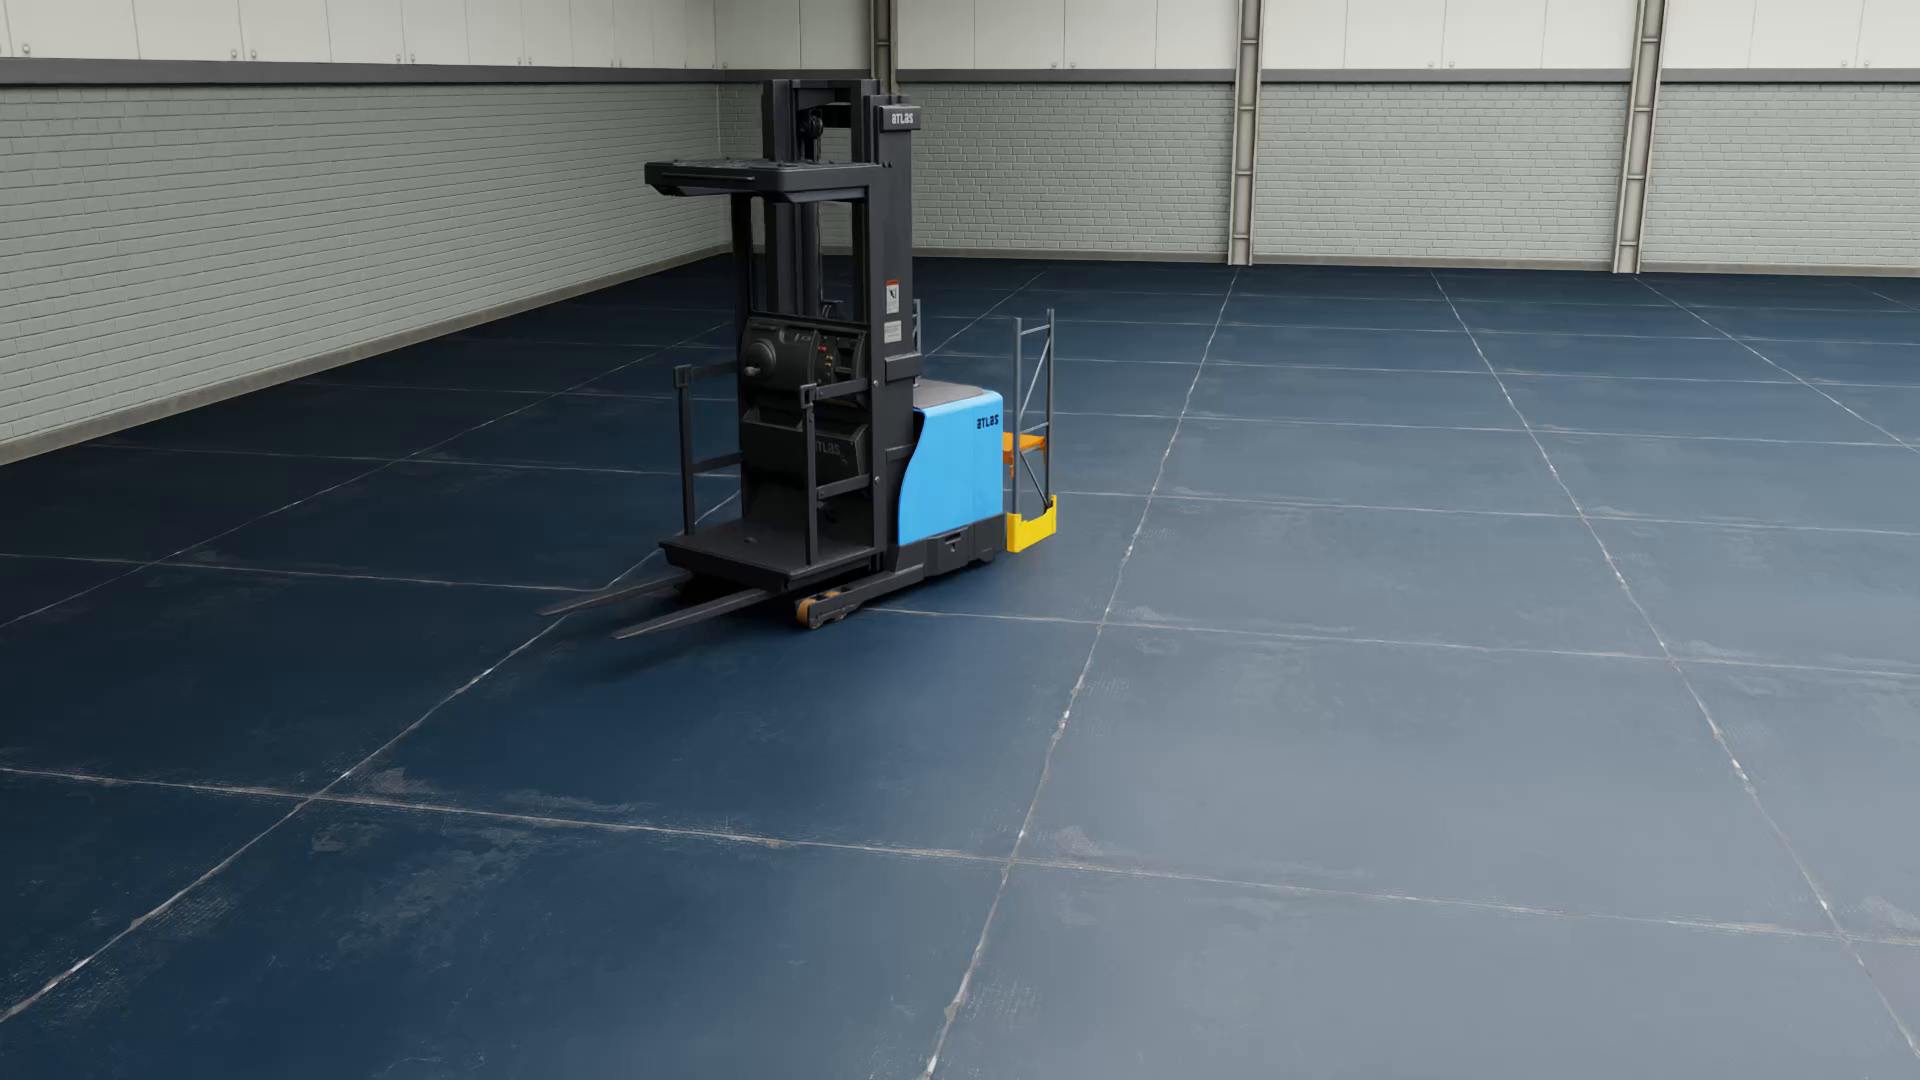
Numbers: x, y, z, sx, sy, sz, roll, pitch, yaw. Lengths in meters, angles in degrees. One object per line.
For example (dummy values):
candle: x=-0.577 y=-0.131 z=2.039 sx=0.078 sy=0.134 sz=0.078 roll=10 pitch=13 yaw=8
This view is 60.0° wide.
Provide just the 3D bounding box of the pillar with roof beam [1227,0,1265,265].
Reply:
pillar with roof beam: x=3.761 y=-7.762 z=22.156 sx=0.400 sy=9.000 sz=9.100 roll=3 pitch=16 yaw=11

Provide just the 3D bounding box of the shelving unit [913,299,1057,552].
shelving unit: x=0.040 y=-0.782 z=11.007 sx=1.083 sy=1.500 sz=0.587 roll=9 pitch=18 yaw=29

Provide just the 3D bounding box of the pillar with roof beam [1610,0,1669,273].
pillar with roof beam: x=9.641 y=-7.443 z=21.004 sx=0.400 sy=9.000 sz=9.100 roll=3 pitch=16 yaw=11

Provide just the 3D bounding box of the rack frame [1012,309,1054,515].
rack frame: x=0.472 y=-0.715 z=10.765 sx=0.032 sy=1.500 sz=0.500 roll=9 pitch=18 yaw=29

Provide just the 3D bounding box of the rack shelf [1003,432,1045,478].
rack shelf: x=0.032 y=-0.610 z=11.059 sx=1.000 sy=0.185 sz=0.538 roll=9 pitch=18 yaw=29

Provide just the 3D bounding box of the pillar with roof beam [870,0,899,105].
pillar with roof beam: x=-2.118 y=-8.081 z=23.308 sx=0.400 sy=9.000 sz=9.100 roll=3 pitch=16 yaw=11

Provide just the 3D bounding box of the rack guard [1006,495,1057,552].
rack guard: x=0.471 y=-0.113 z=10.933 sx=0.087 sy=0.250 sz=0.587 roll=9 pitch=18 yaw=29

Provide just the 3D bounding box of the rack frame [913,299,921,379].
rack frame: x=-0.408 y=-0.851 z=11.256 sx=0.032 sy=1.500 sz=0.500 roll=9 pitch=18 yaw=29

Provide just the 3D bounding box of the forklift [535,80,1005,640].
forklift: x=-1.035 y=-1.070 z=9.366 sx=1.130 sy=2.935 sz=3.031 roll=12 pitch=20 yaw=37
